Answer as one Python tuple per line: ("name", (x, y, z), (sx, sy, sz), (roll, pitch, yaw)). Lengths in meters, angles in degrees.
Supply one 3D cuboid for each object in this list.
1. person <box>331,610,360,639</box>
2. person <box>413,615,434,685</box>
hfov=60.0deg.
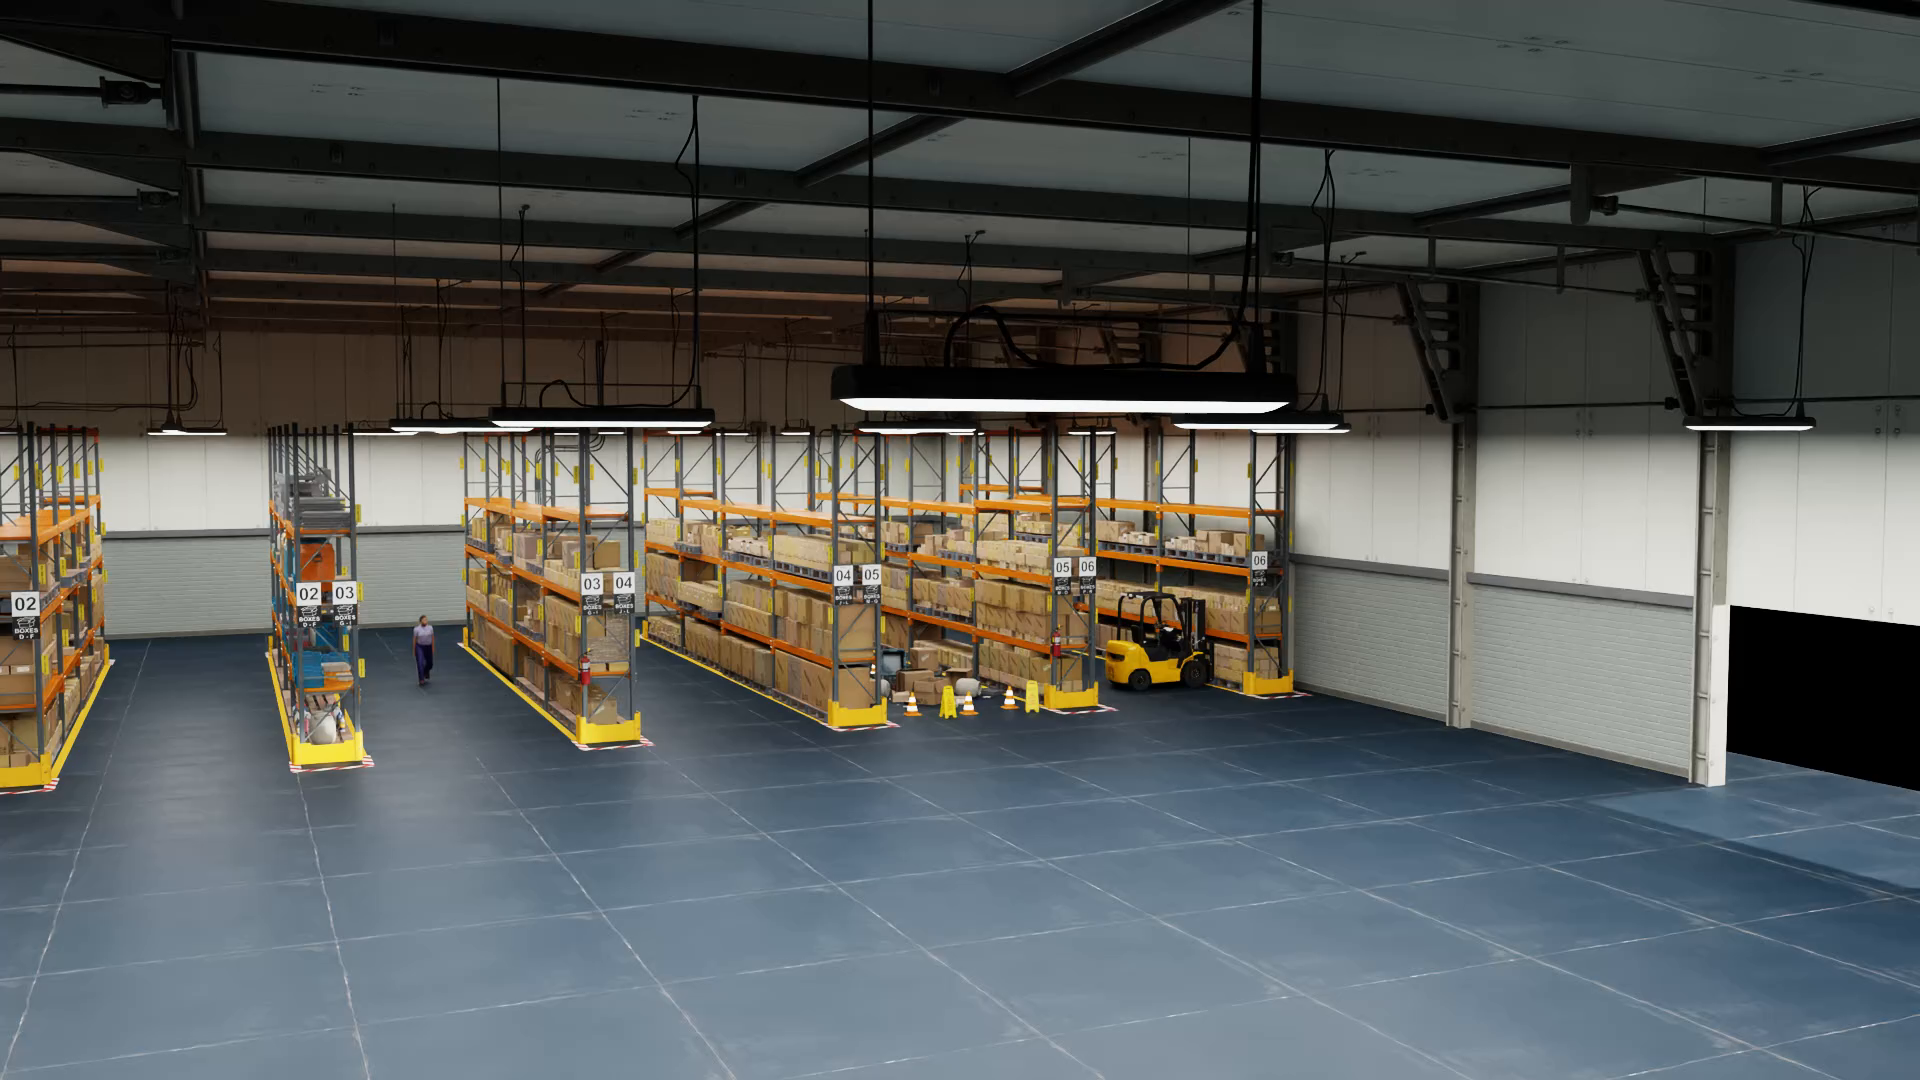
("person", (-15.702, 2.261, 42.394), (0.671, 1.721, 1.069), (-3, 4, -39))
("person", (-12.529, 2.536, 38.825), (0.482, 1.600, 0.857), (-2, 4, -27))
